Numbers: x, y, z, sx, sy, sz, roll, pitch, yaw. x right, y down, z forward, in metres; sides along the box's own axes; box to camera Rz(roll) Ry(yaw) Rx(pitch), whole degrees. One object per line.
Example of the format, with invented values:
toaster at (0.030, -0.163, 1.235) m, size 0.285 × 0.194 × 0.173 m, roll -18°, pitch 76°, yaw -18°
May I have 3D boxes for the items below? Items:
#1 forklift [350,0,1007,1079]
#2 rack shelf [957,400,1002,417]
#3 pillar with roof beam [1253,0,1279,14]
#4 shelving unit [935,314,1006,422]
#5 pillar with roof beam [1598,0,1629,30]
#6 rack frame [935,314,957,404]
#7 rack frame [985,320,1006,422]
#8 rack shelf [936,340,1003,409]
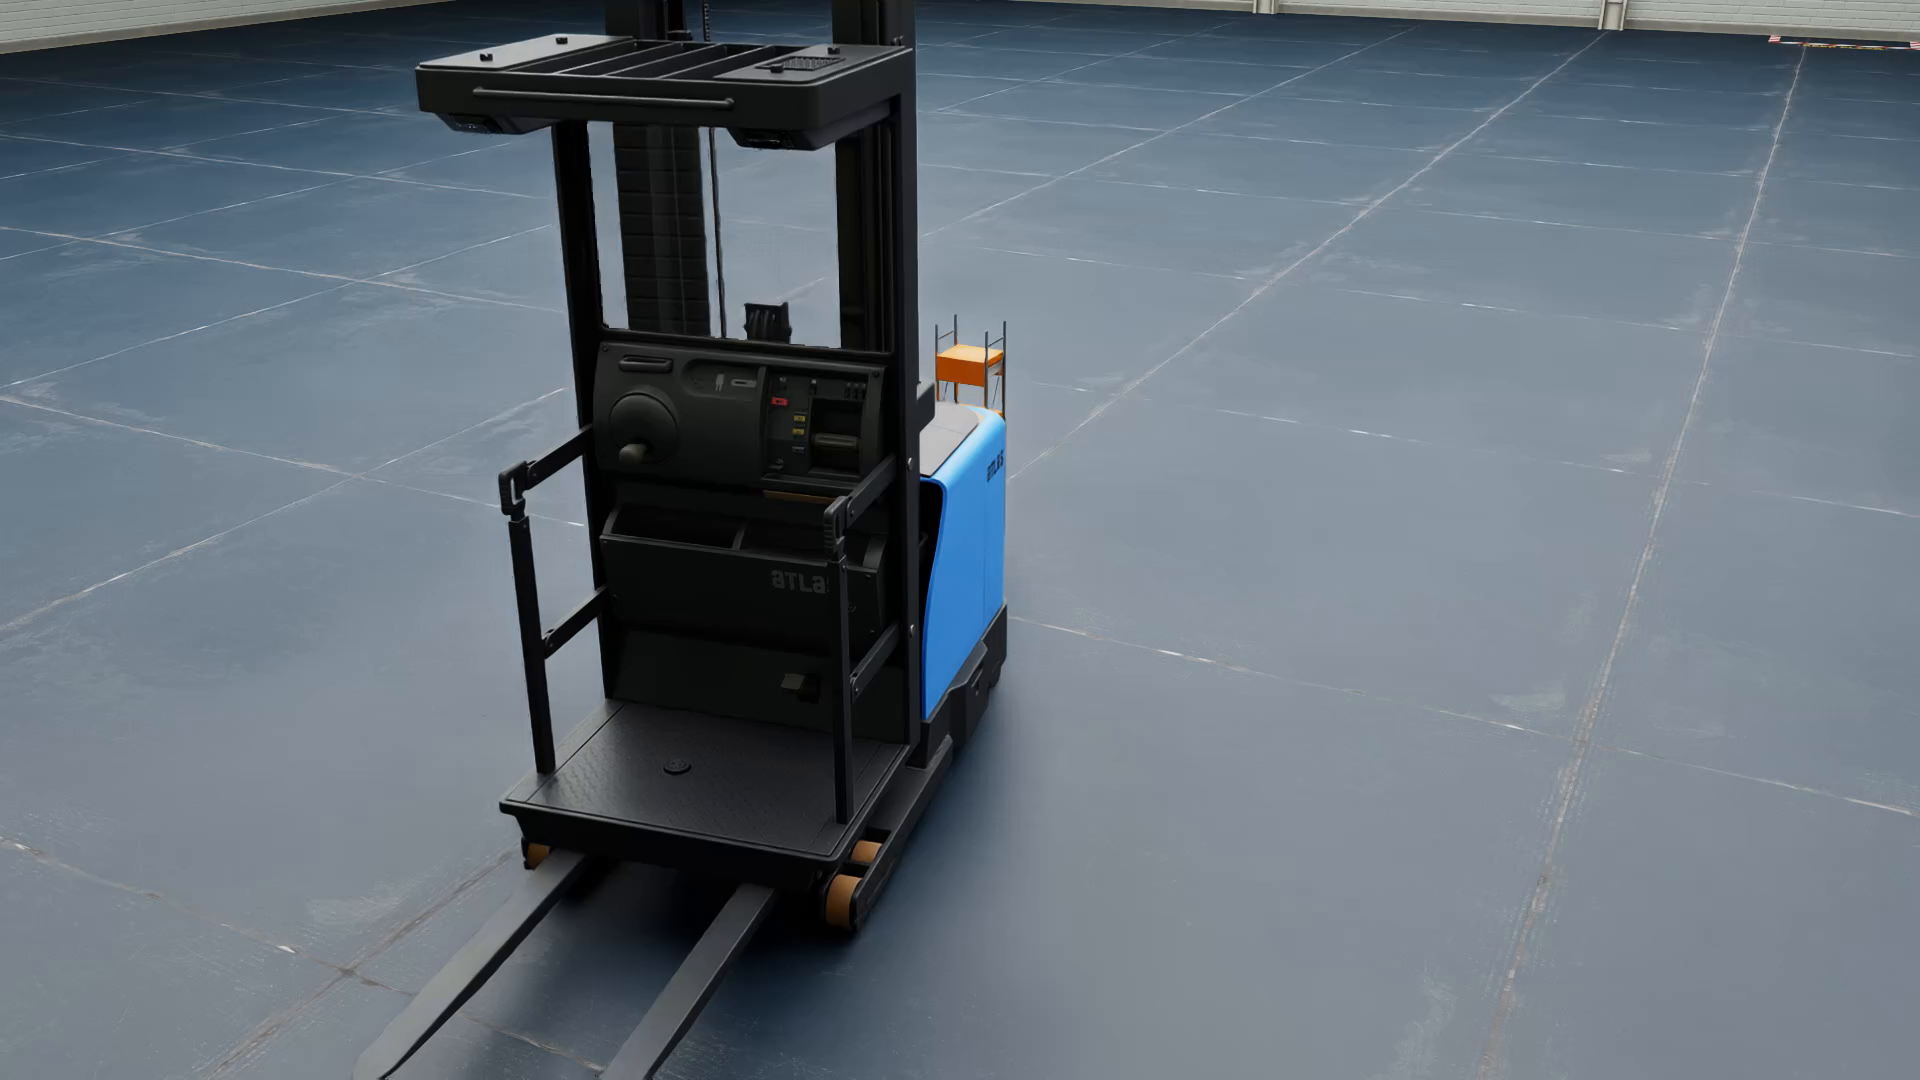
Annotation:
forklift at (-0.735, -0.350, 4.828) m, size 1.130 × 2.935 × 3.031 m, roll 7°, pitch 24°, yaw 16°
rack shelf at (0.048, -0.464, 7.526) m, size 0.240 × 0.259 × 0.215 m, roll 11°, pitch 25°, yaw 25°
pillar with roof beam at (3.655, -12.290, 25.149) m, size 0.400 × 9.000 × 9.100 m, roll 11°, pitch 25°, yaw 25°
shelving unit at (0.048, -0.474, 7.522) m, size 0.252 × 1.050 × 0.215 m, roll 11°, pitch 25°, yaw 25°
pillar with roof beam at (9.009, -11.230, 22.658) m, size 0.400 × 9.000 × 9.100 m, roll 11°, pitch 25°, yaw 25°
rack frame at (-0.061, -0.495, 7.573) m, size 0.008 × 1.050 × 0.200 m, roll 11°, pitch 25°, yaw 25°
rack frame at (0.157, -0.452, 7.472) m, size 0.008 × 1.050 × 0.200 m, roll 11°, pitch 25°, yaw 25°
rack shelf at (0.048, -0.725, 7.415) m, size 0.240 × 0.259 × 0.215 m, roll 11°, pitch 25°, yaw 25°
